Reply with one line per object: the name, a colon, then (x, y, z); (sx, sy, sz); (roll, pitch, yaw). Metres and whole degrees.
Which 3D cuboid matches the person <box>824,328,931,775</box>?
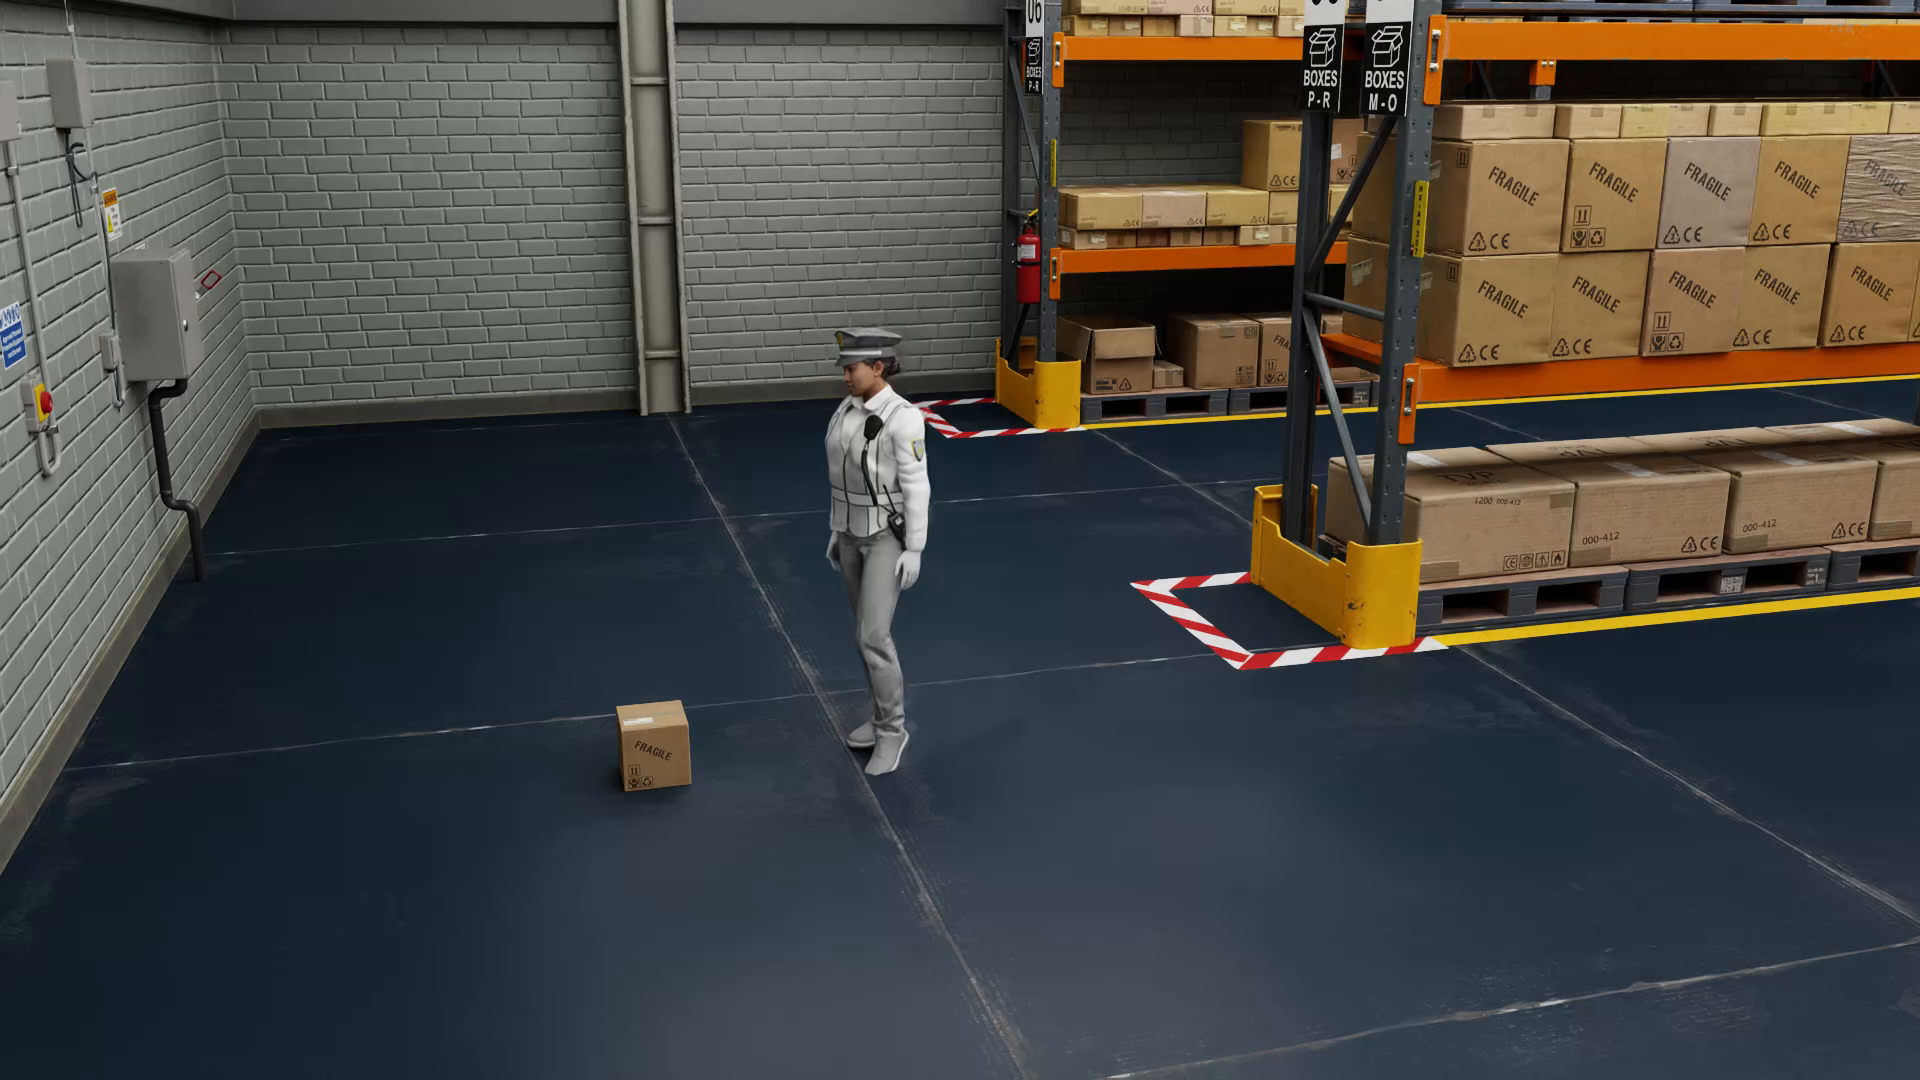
person: (-0.360, 0.041, 6.453); (0.397, 1.717, 0.524); (-14, 21, -41)
